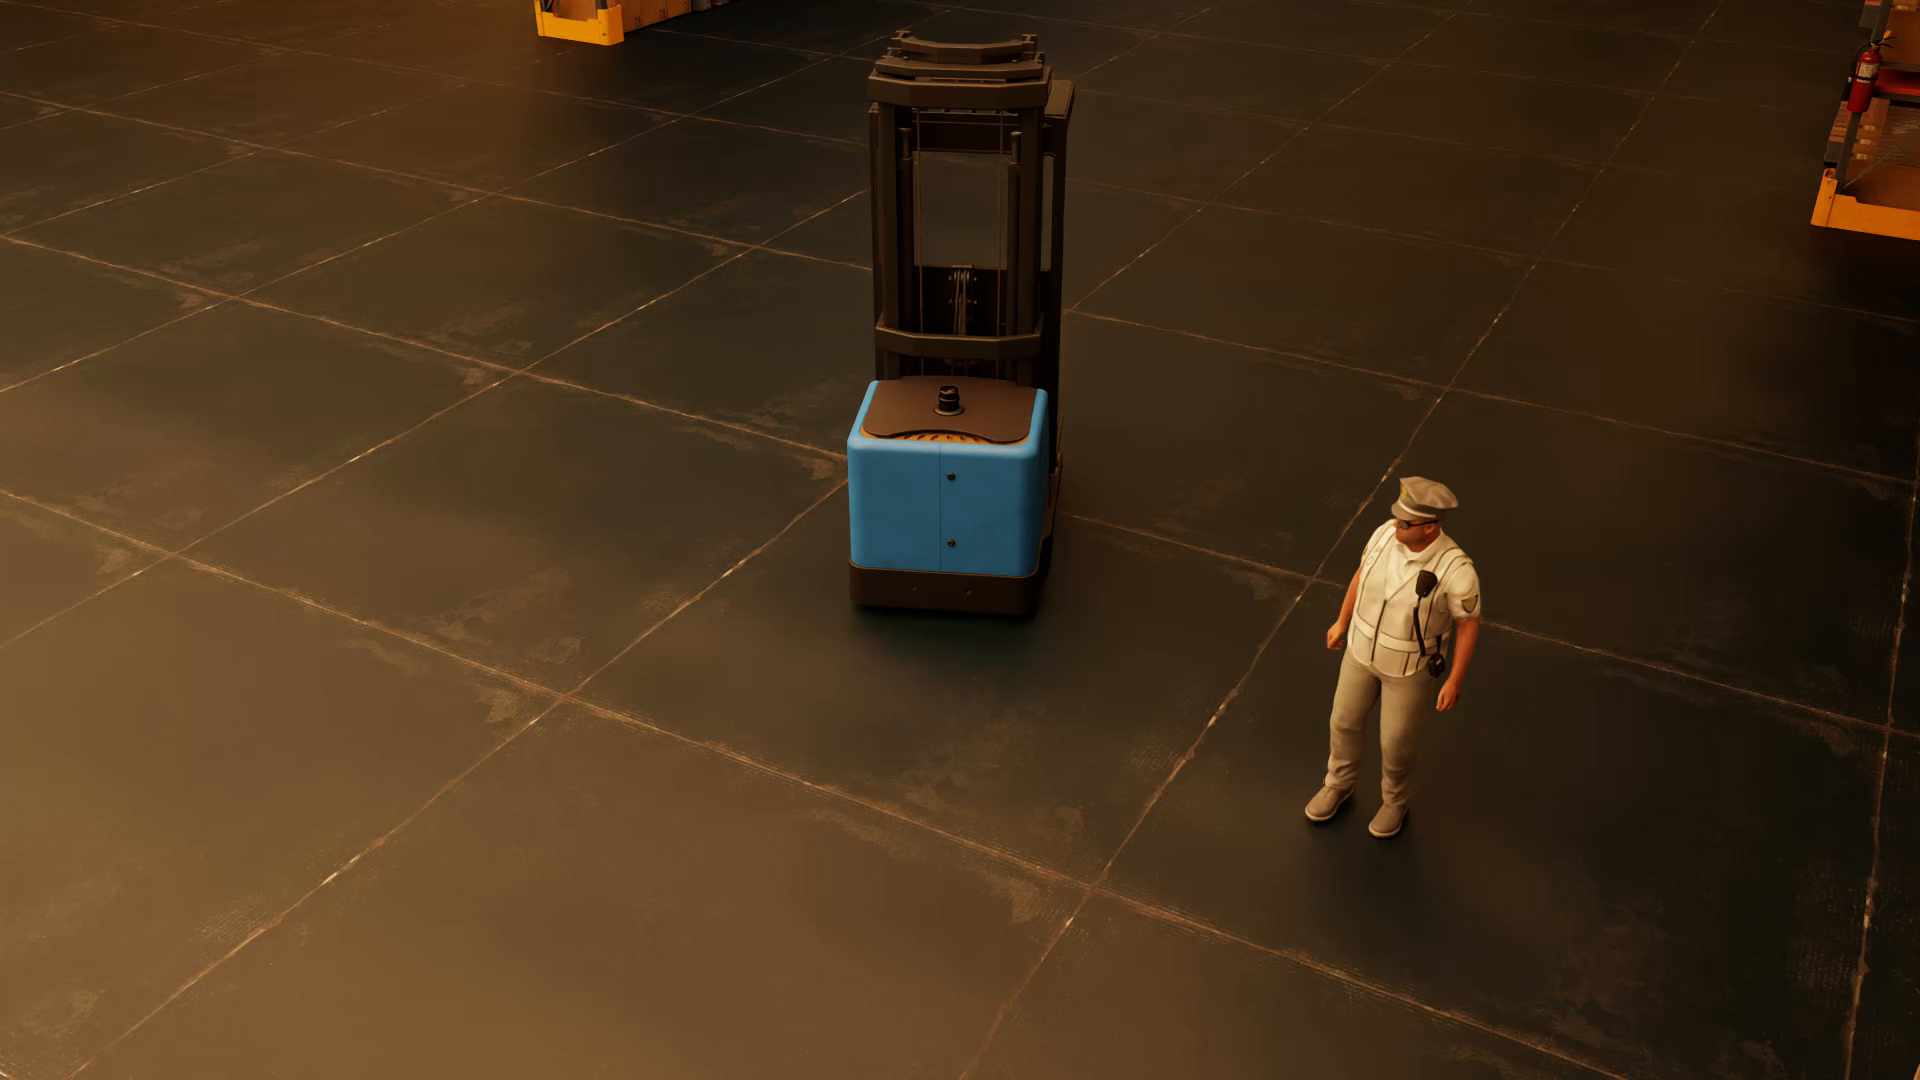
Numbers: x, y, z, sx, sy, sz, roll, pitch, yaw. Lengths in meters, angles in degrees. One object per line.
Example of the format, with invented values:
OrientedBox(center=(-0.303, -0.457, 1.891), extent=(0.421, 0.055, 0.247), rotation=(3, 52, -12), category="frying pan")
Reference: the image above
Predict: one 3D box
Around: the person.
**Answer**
OrientedBox(center=(1.894, 0.520, 7.347), extent=(0.684, 1.755, 0.462), rotation=(25, 39, 37), category="person")

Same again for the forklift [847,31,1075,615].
OrientedBox(center=(0.072, -1.572, 9.794), extent=(1.130, 2.935, 3.031), rotation=(3, 30, 6), category="forklift")
